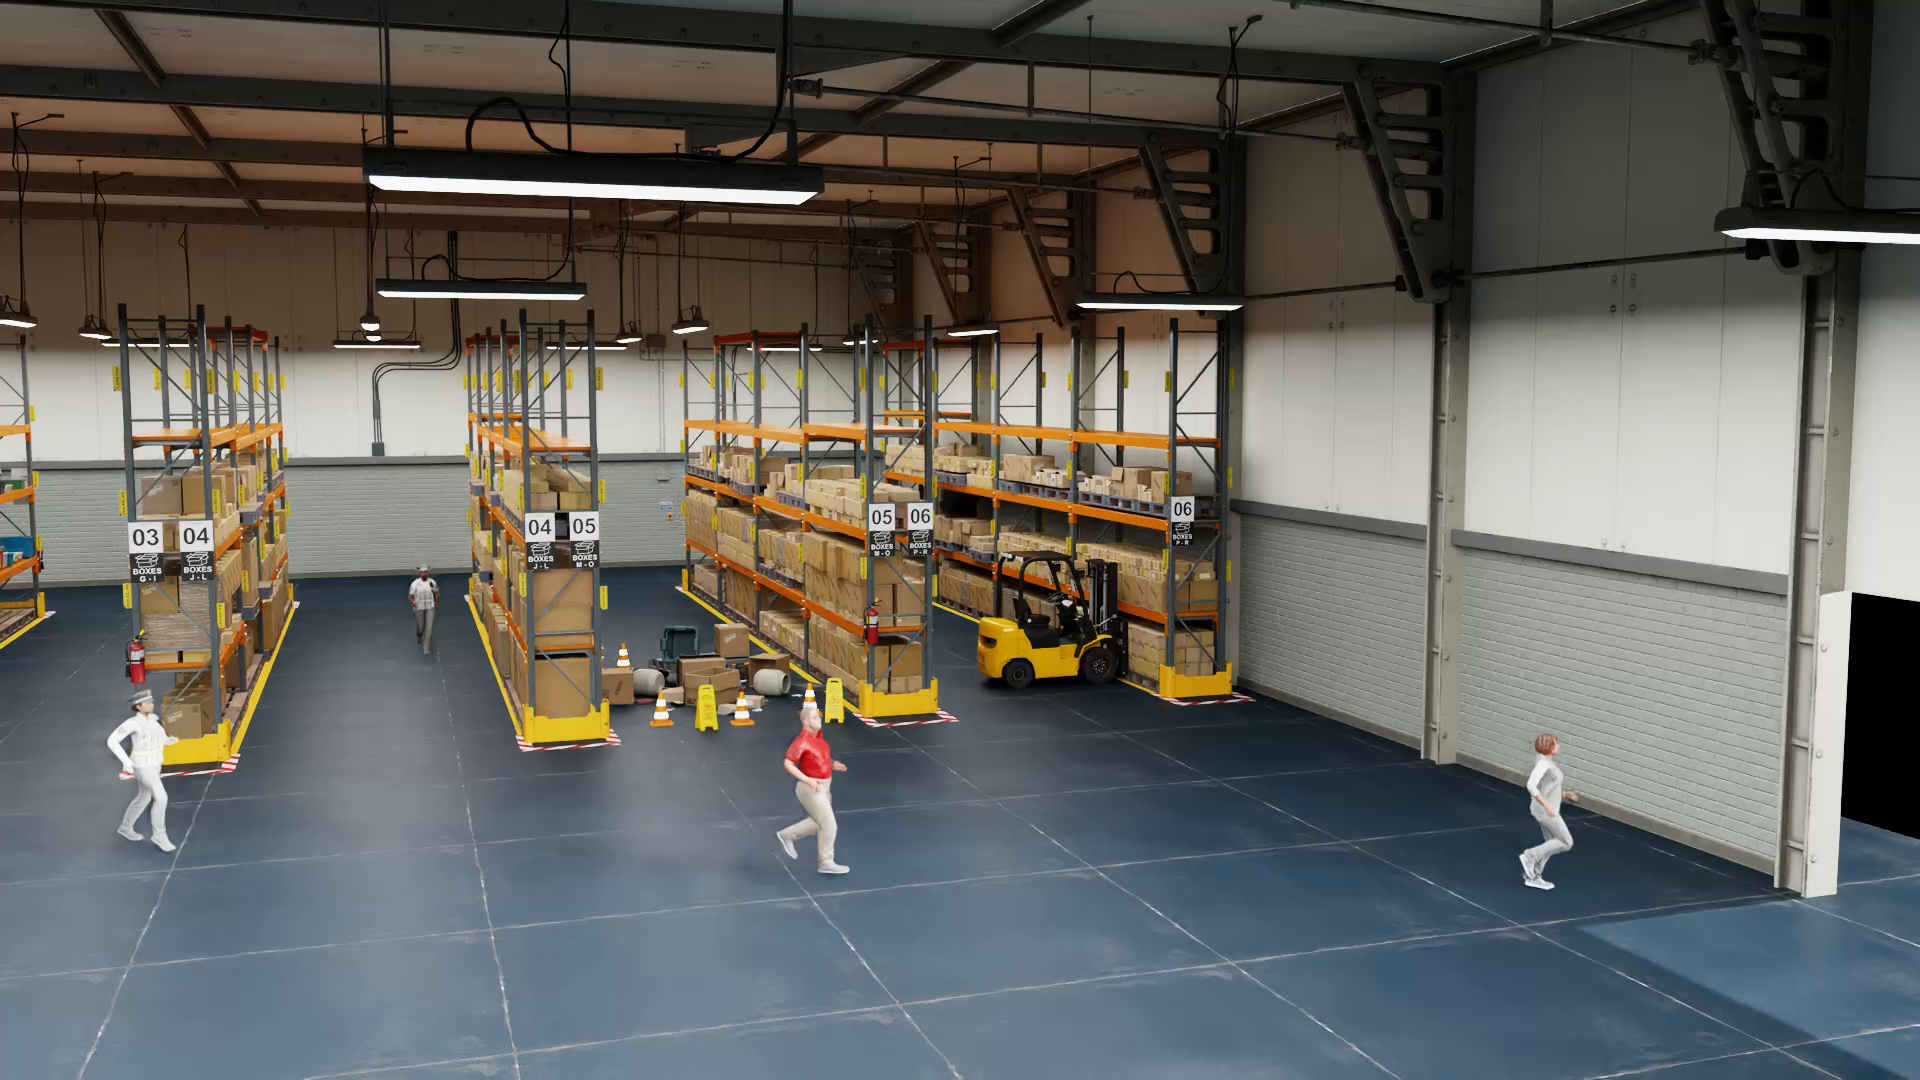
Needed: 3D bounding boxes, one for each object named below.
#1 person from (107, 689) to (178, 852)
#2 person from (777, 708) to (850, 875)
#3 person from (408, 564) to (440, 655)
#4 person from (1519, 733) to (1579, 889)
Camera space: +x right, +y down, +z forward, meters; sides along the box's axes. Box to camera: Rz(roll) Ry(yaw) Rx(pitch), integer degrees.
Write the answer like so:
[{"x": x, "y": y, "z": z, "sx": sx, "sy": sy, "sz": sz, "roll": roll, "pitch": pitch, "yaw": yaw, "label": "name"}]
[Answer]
[{"x": -8.751, "y": 2.469, "z": 17.857, "sx": 0.761, "sy": 1.753, "sz": 0.581, "roll": 0, "pitch": 5, "yaw": 4, "label": "person"}, {"x": -1.525, "y": 2.550, "z": 16.998, "sx": 0.830, "sy": 1.689, "sz": 0.675, "roll": 1, "pitch": 6, "yaw": 15, "label": "person"}, {"x": -9.871, "y": 1.267, "z": 30.692, "sx": 0.577, "sy": 1.664, "sz": 0.737, "roll": -3, "pitch": 6, "yaw": -25, "label": "person"}, {"x": 5.810, "y": 2.678, "z": 16.392, "sx": 0.537, "sy": 1.558, "sz": 0.530, "roll": 2, "pitch": 6, "yaw": 17, "label": "person"}]
